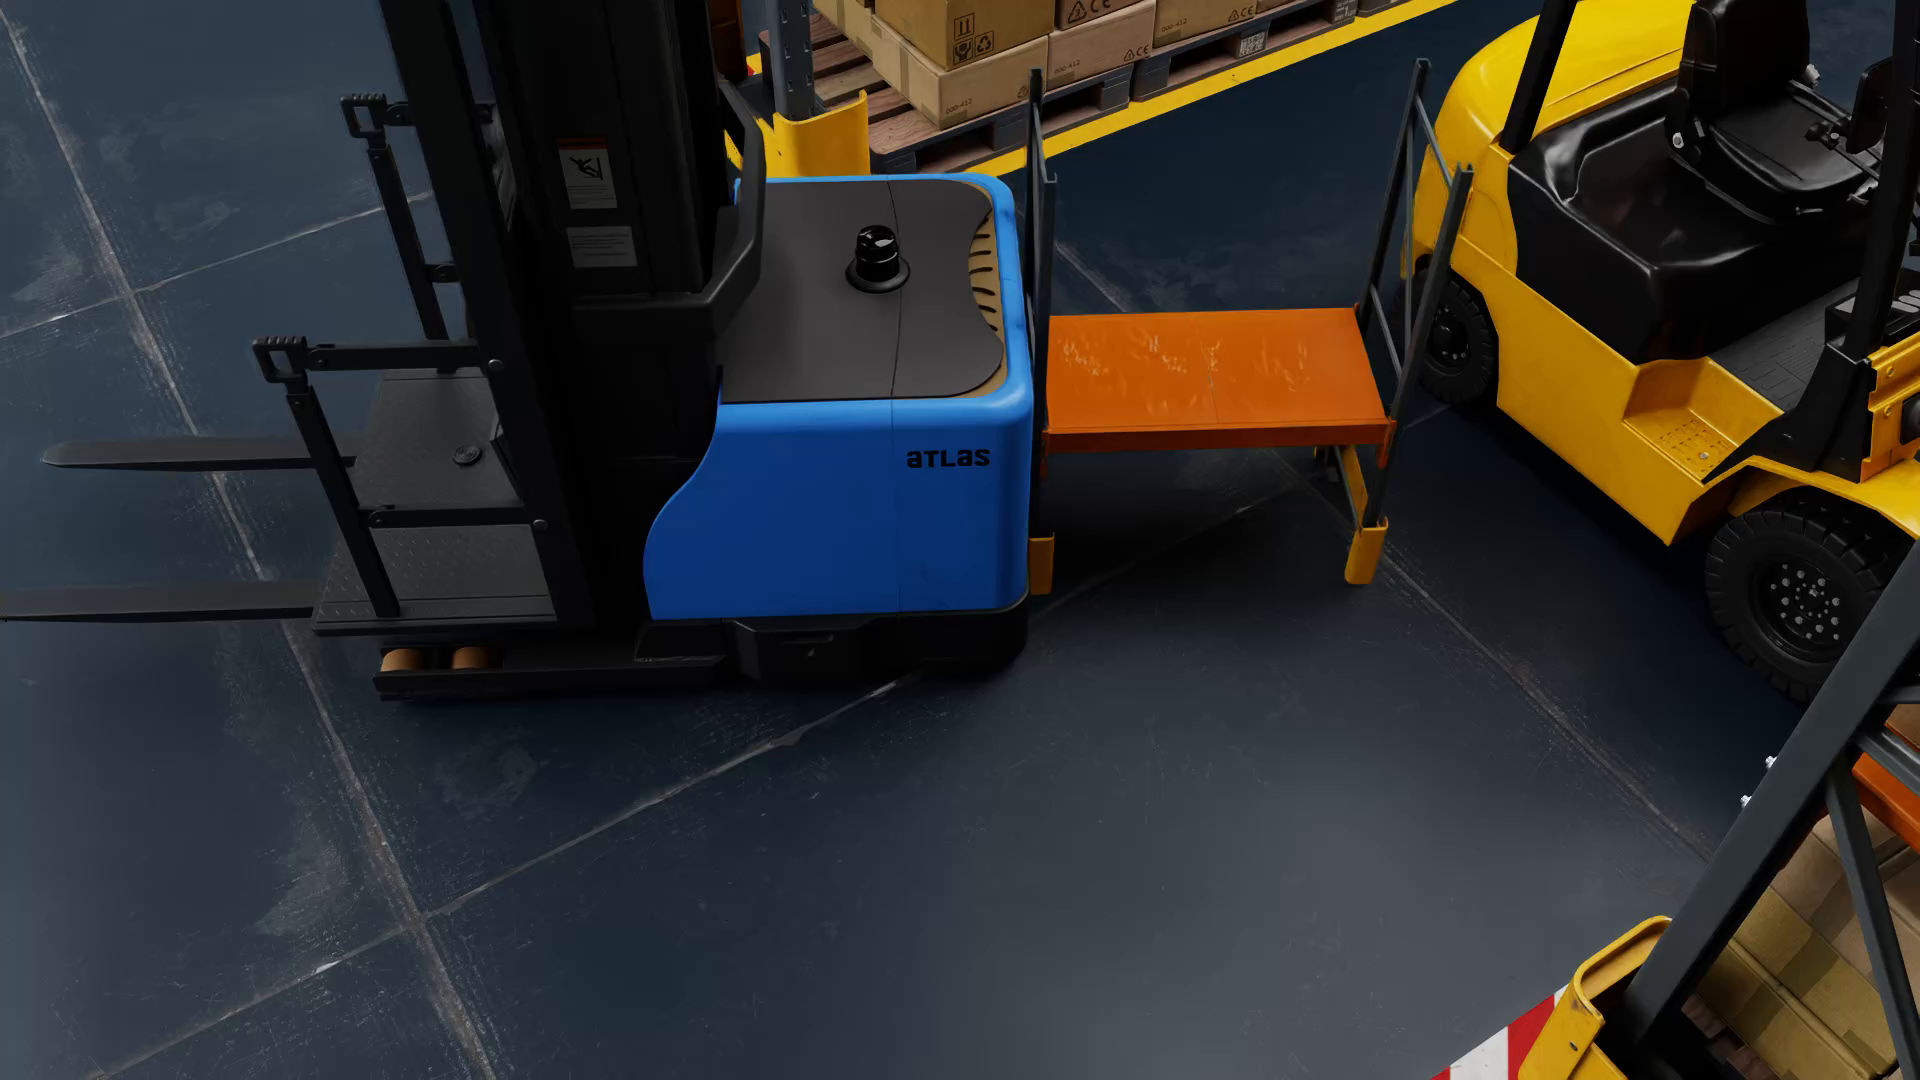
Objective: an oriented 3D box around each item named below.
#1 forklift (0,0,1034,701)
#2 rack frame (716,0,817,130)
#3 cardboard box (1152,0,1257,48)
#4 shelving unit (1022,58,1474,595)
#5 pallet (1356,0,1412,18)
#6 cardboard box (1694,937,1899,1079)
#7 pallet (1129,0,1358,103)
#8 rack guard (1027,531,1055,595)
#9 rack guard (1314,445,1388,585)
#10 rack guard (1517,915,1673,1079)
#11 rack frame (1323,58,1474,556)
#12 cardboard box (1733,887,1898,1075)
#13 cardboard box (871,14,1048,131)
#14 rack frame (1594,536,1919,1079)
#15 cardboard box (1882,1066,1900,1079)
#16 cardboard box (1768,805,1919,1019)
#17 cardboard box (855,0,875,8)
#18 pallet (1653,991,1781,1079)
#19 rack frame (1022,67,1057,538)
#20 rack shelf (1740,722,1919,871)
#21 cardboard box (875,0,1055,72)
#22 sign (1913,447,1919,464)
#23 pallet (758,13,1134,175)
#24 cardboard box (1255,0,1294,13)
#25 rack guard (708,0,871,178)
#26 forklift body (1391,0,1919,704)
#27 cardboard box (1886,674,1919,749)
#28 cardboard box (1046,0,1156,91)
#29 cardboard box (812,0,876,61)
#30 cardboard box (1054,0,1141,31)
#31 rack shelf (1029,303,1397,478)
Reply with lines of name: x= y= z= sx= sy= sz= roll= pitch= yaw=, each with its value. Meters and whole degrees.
forklift: x=-1.332 y=-0.912 z=4.100 sx=3.031 sy=2.935 sz=1.130 roll=-2 pitch=48 yaw=-2
rack frame: x=-0.833 y=-2.528 z=5.493 sx=0.127 sy=3.000 sz=1.000 roll=-25 pitch=53 yaw=-21
cardboard box: x=0.887 y=-2.324 z=6.871 sx=0.500 sy=0.250 sz=0.500 roll=-22 pitch=52 yaw=-18
shelving unit: x=0.725 y=-0.565 z=4.749 sx=1.083 sy=1.500 sz=0.587 roll=-2 pitch=48 yaw=-2
pallet: x=2.001 y=-2.905 z=7.695 sx=1.213 sy=0.211 sz=1.003 roll=-25 pitch=53 yaw=-21
cardboard box: x=2.047 y=0.994 z=3.917 sx=0.500 sy=0.250 sz=0.500 roll=-25 pitch=53 yaw=-21
pallet: x=0.968 y=-2.415 z=7.260 sx=1.213 sy=0.211 sz=1.003 roll=-25 pitch=53 yaw=-21
rack guard: x=0.228 y=-0.134 z=5.202 sx=0.087 sy=0.250 sz=0.587 roll=-2 pitch=48 yaw=-2
rack guard: x=1.223 y=-0.165 z=5.229 sx=0.087 sy=0.250 sz=0.587 roll=-2 pitch=48 yaw=-2
rack guard: x=1.798 y=1.446 z=3.627 sx=0.348 sy=0.500 sz=1.175 roll=-25 pitch=53 yaw=-21
rack frame: x=1.224 y=-0.581 z=4.763 sx=0.032 sy=1.500 sz=0.500 roll=-2 pitch=48 yaw=-2
cardboard box: x=2.063 y=0.823 z=3.734 sx=0.500 sy=0.250 sz=0.500 roll=-26 pitch=53 yaw=-21
cardboard box: x=-0.004 y=-1.900 z=6.494 sx=0.500 sy=0.250 sz=0.500 roll=-26 pitch=53 yaw=-21
rack frame: x=1.818 y=0.605 z=2.702 sx=0.127 sy=3.000 sz=1.000 roll=-25 pitch=53 yaw=-21
cardboard box: x=2.338 y=1.308 z=3.637 sx=0.500 sy=0.250 sz=0.500 roll=-25 pitch=53 yaw=-21
cardboard box: x=2.041 y=0.667 z=3.538 sx=0.500 sy=0.250 sz=0.500 roll=-24 pitch=52 yaw=-20
cardboard box: x=-0.295 y=-2.487 z=6.514 sx=0.500 sy=0.500 sz=0.500 roll=-25 pitch=53 yaw=-21
pallet: x=2.443 y=1.202 z=4.038 sx=1.213 sy=0.211 sz=1.003 roll=-25 pitch=53 yaw=-21
rack frame: x=0.208 y=-0.549 z=4.735 sx=0.032 sy=1.500 sz=0.500 roll=-2 pitch=48 yaw=-2
rack shelf: x=3.510 y=0.048 z=3.681 sx=4.000 sy=0.370 sz=1.077 roll=-25 pitch=53 yaw=-21
cardboard box: x=0.016 y=-2.159 z=6.222 sx=0.500 sy=0.500 sz=0.500 roll=-27 pitch=54 yaw=-22
sign: x=1.541 y=-0.207 z=2.491 sx=0.005 sy=0.325 sz=0.100 roll=-25 pitch=53 yaw=-21
pallet: x=-0.063 y=-1.932 z=6.830 sx=1.213 sy=0.211 sz=1.003 roll=-25 pitch=53 yaw=-21
cardboard box: x=1.316 y=-2.524 z=7.049 sx=0.500 sy=0.250 sz=0.500 roll=-24 pitch=53 yaw=-20
rack guard: x=-0.769 y=-1.727 z=6.453 sx=0.348 sy=0.500 sz=1.175 roll=-25 pitch=53 yaw=-21
forklift body: x=2.449 y=-1.020 z=4.718 sx=1.214 sy=2.155 sz=2.313 roll=-25 pitch=53 yaw=-21
cardboard box: x=2.094 y=0.210 z=2.987 sx=0.500 sy=0.500 sz=0.500 roll=-26 pitch=53 yaw=-22
cardboard box: x=0.432 y=-2.099 z=6.670 sx=0.500 sy=0.250 sz=0.500 roll=-23 pitch=52 yaw=-20
cardboard box: x=-0.273 y=-2.255 z=6.810 sx=0.500 sy=0.250 sz=0.500 roll=-25 pitch=53 yaw=-21
cardboard box: x=0.456 y=-2.370 z=6.410 sx=0.500 sy=0.500 sz=0.500 roll=-27 pitch=54 yaw=-22
rack shelf: x=0.716 y=-0.445 z=4.883 sx=1.000 sy=0.185 sz=0.538 roll=-2 pitch=48 yaw=-2
